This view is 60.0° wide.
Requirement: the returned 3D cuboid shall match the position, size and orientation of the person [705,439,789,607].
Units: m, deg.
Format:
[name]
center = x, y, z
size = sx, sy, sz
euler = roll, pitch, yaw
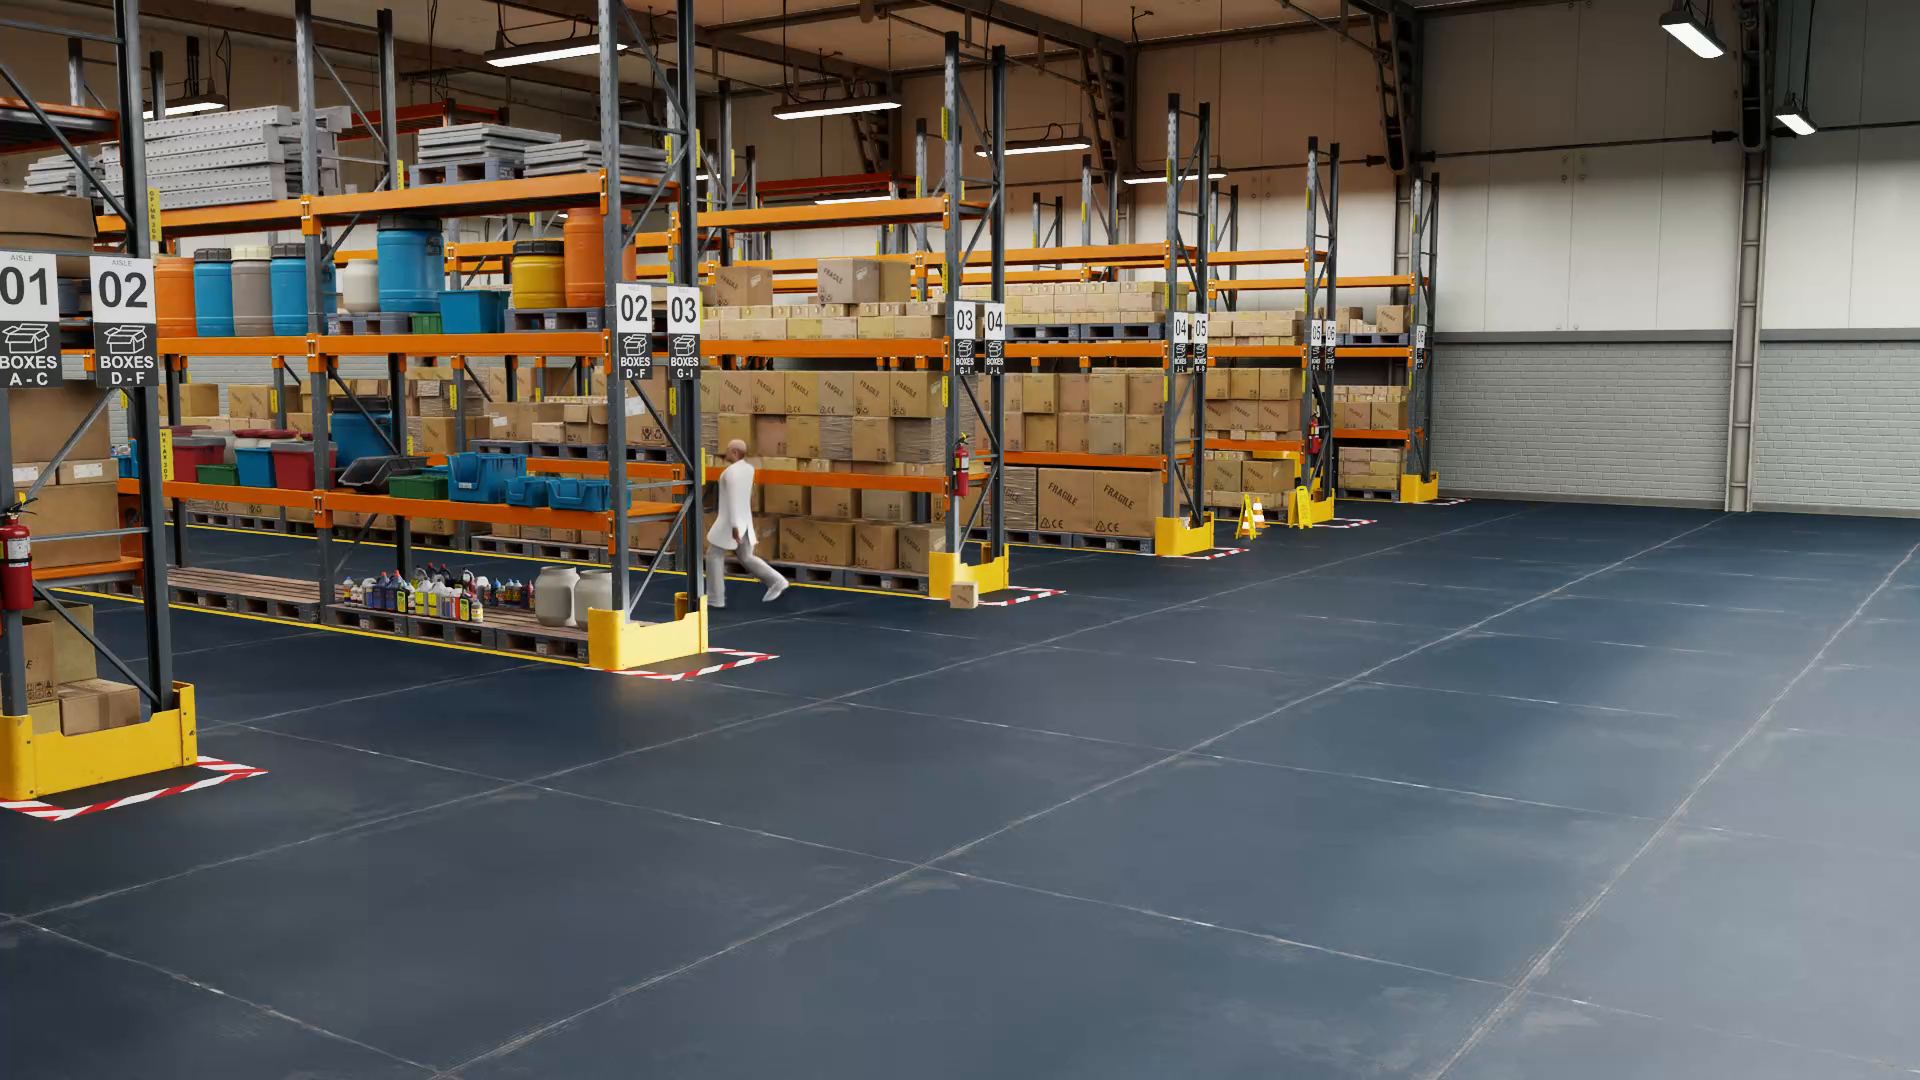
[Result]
[person]
center = -2.284, -0.174, 17.186
size = 1.034, 1.737, 0.567
euler = 2, 7, 21
